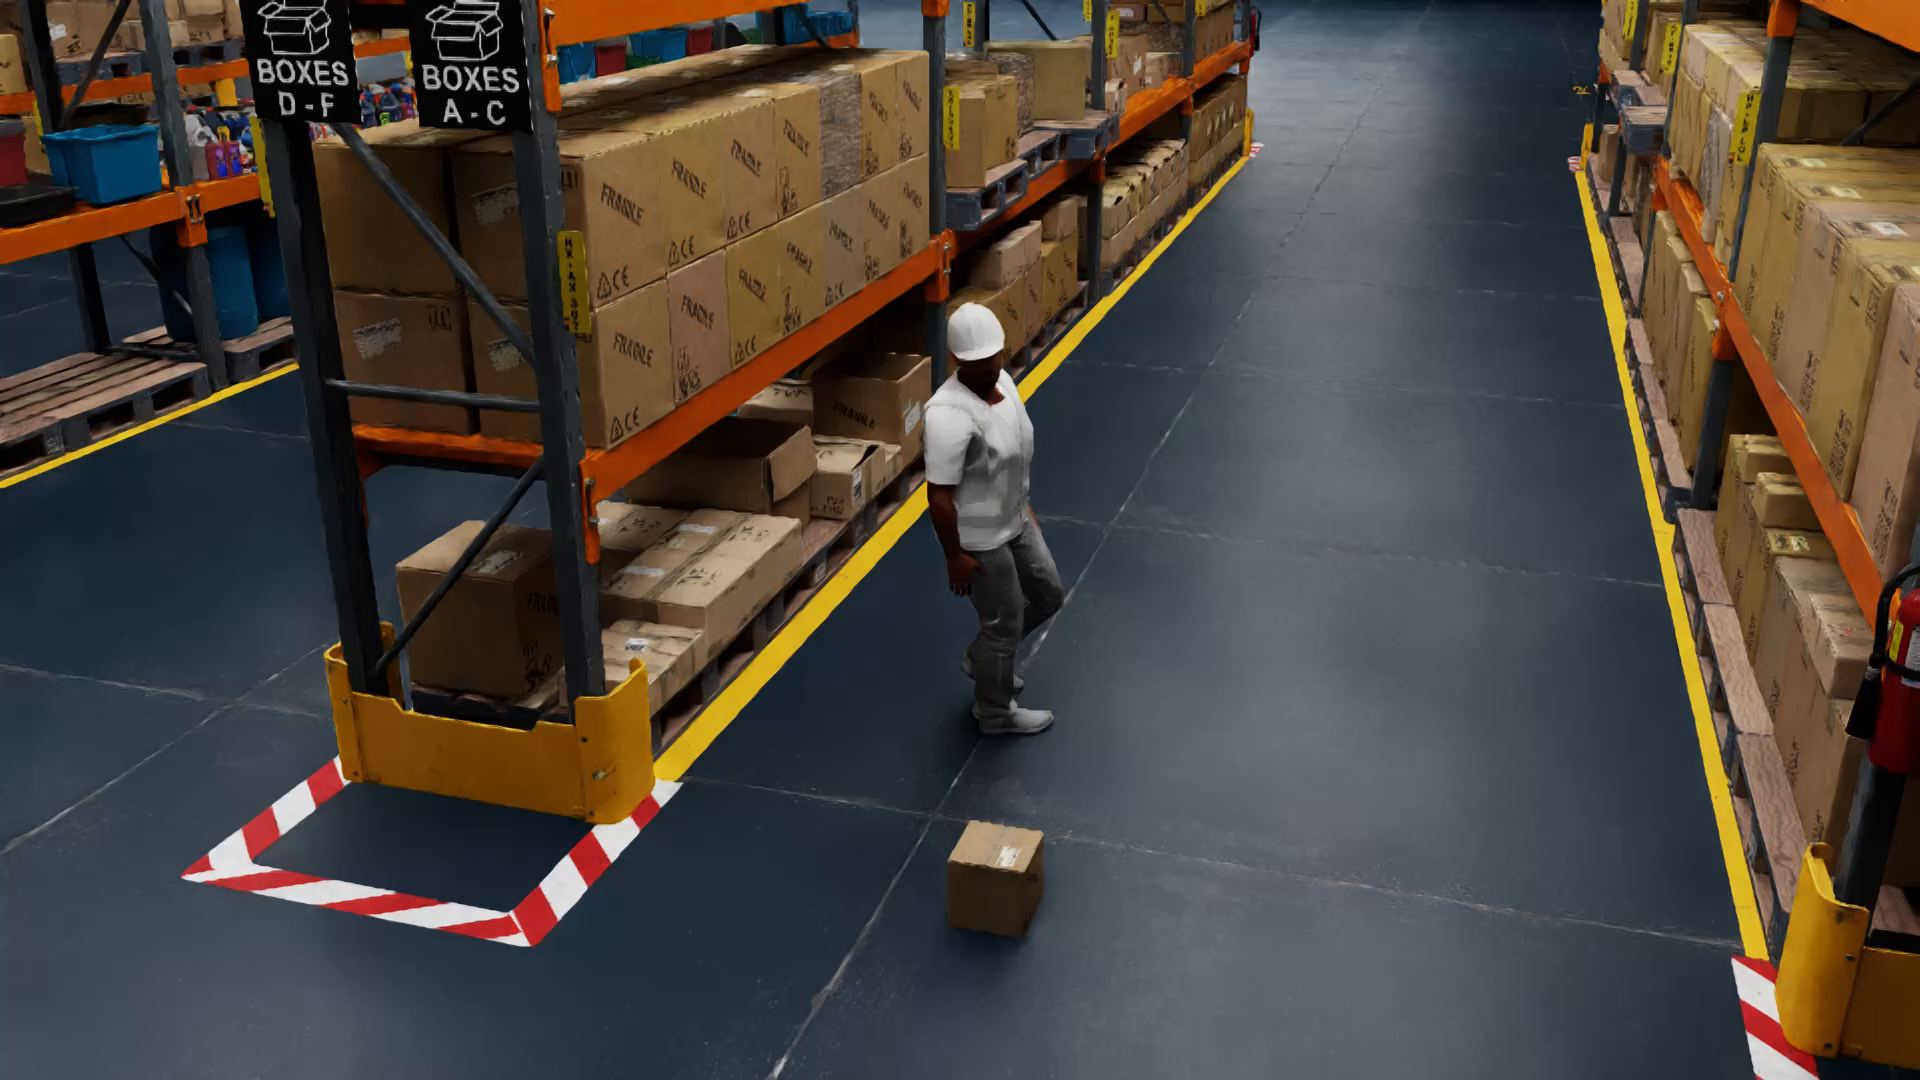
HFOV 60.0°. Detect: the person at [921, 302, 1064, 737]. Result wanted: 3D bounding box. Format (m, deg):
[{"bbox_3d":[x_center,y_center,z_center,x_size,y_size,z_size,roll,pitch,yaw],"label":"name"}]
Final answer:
[{"bbox_3d":[0.140,-0.045,6.188,0.434,1.753,0.700,7,23,17],"label":"person"}]
